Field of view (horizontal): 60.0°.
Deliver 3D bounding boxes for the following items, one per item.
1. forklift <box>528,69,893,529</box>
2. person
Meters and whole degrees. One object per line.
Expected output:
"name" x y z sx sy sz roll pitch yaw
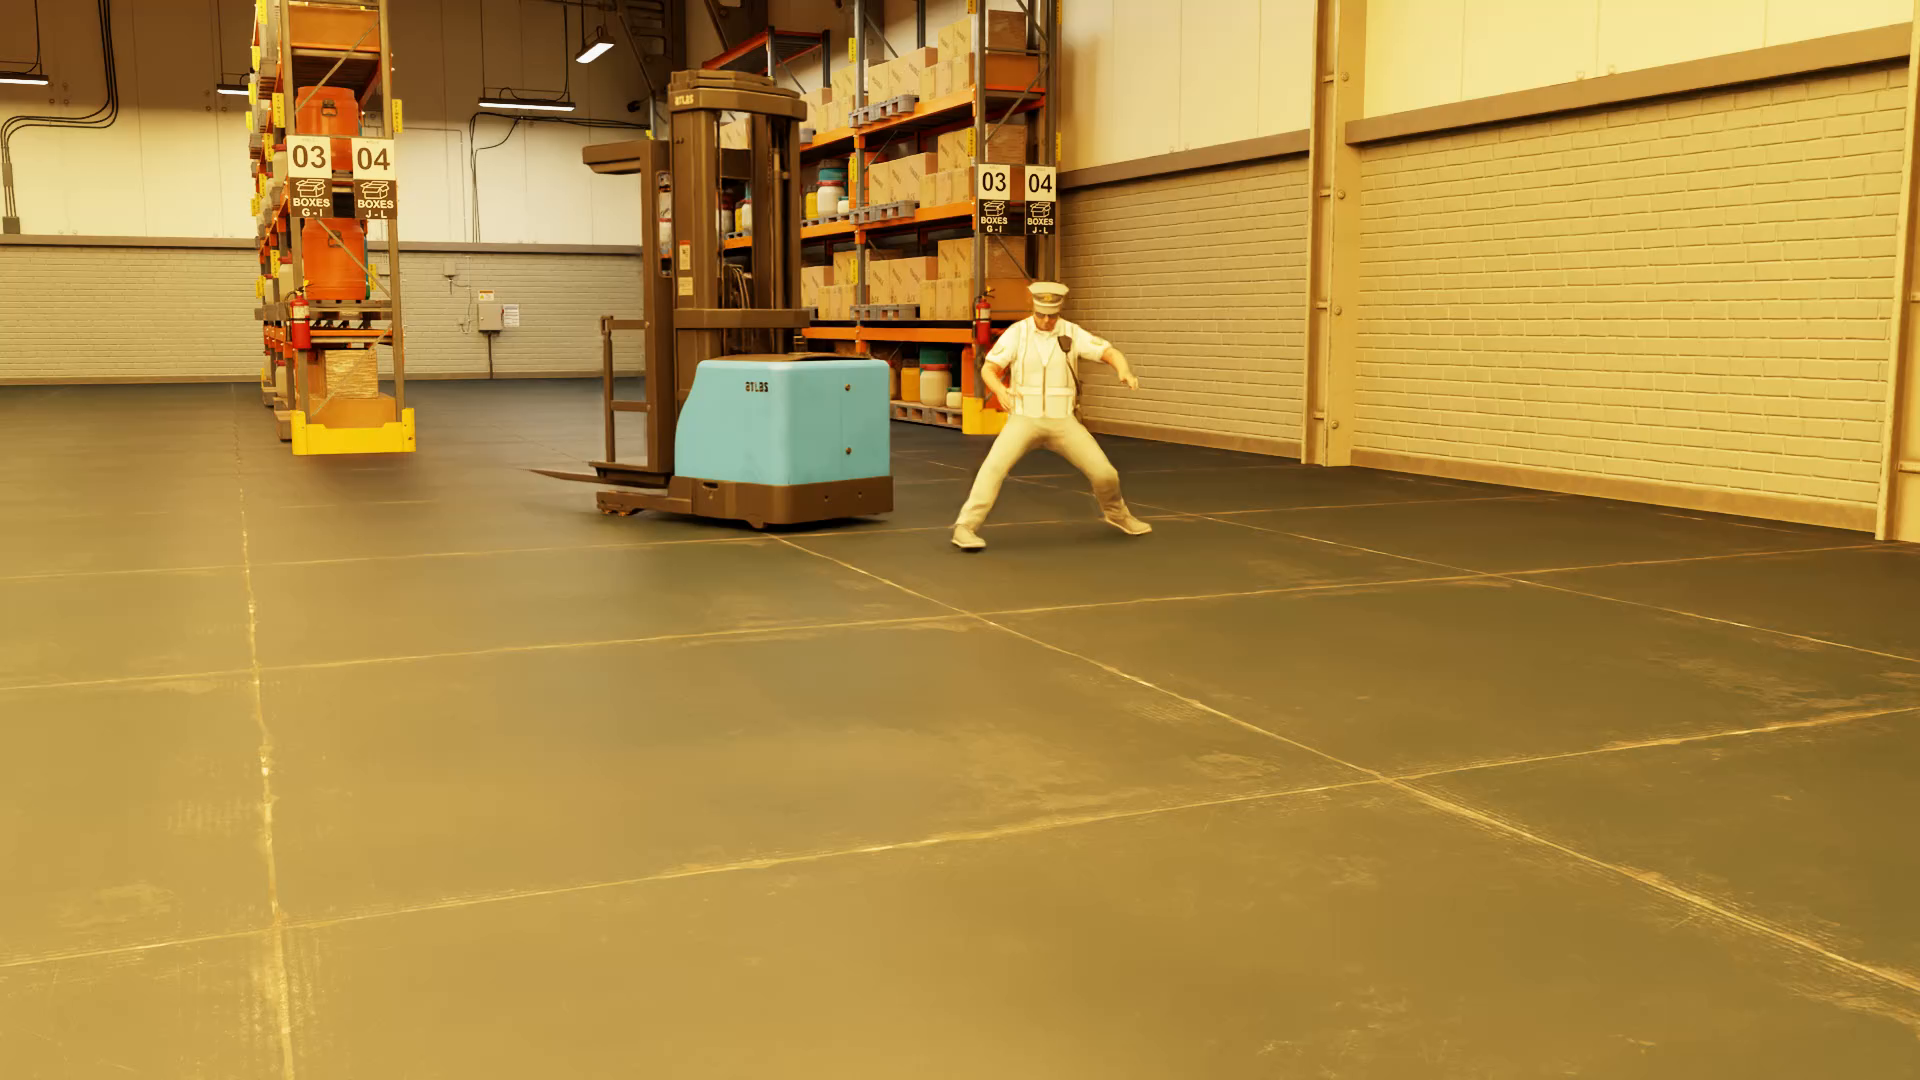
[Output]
"forklift" -1.879 -1.658 11.513 3.031 2.935 1.130 7 10 41
"person" 0.580 -0.756 9.974 1.265 1.565 0.932 0 8 -1
